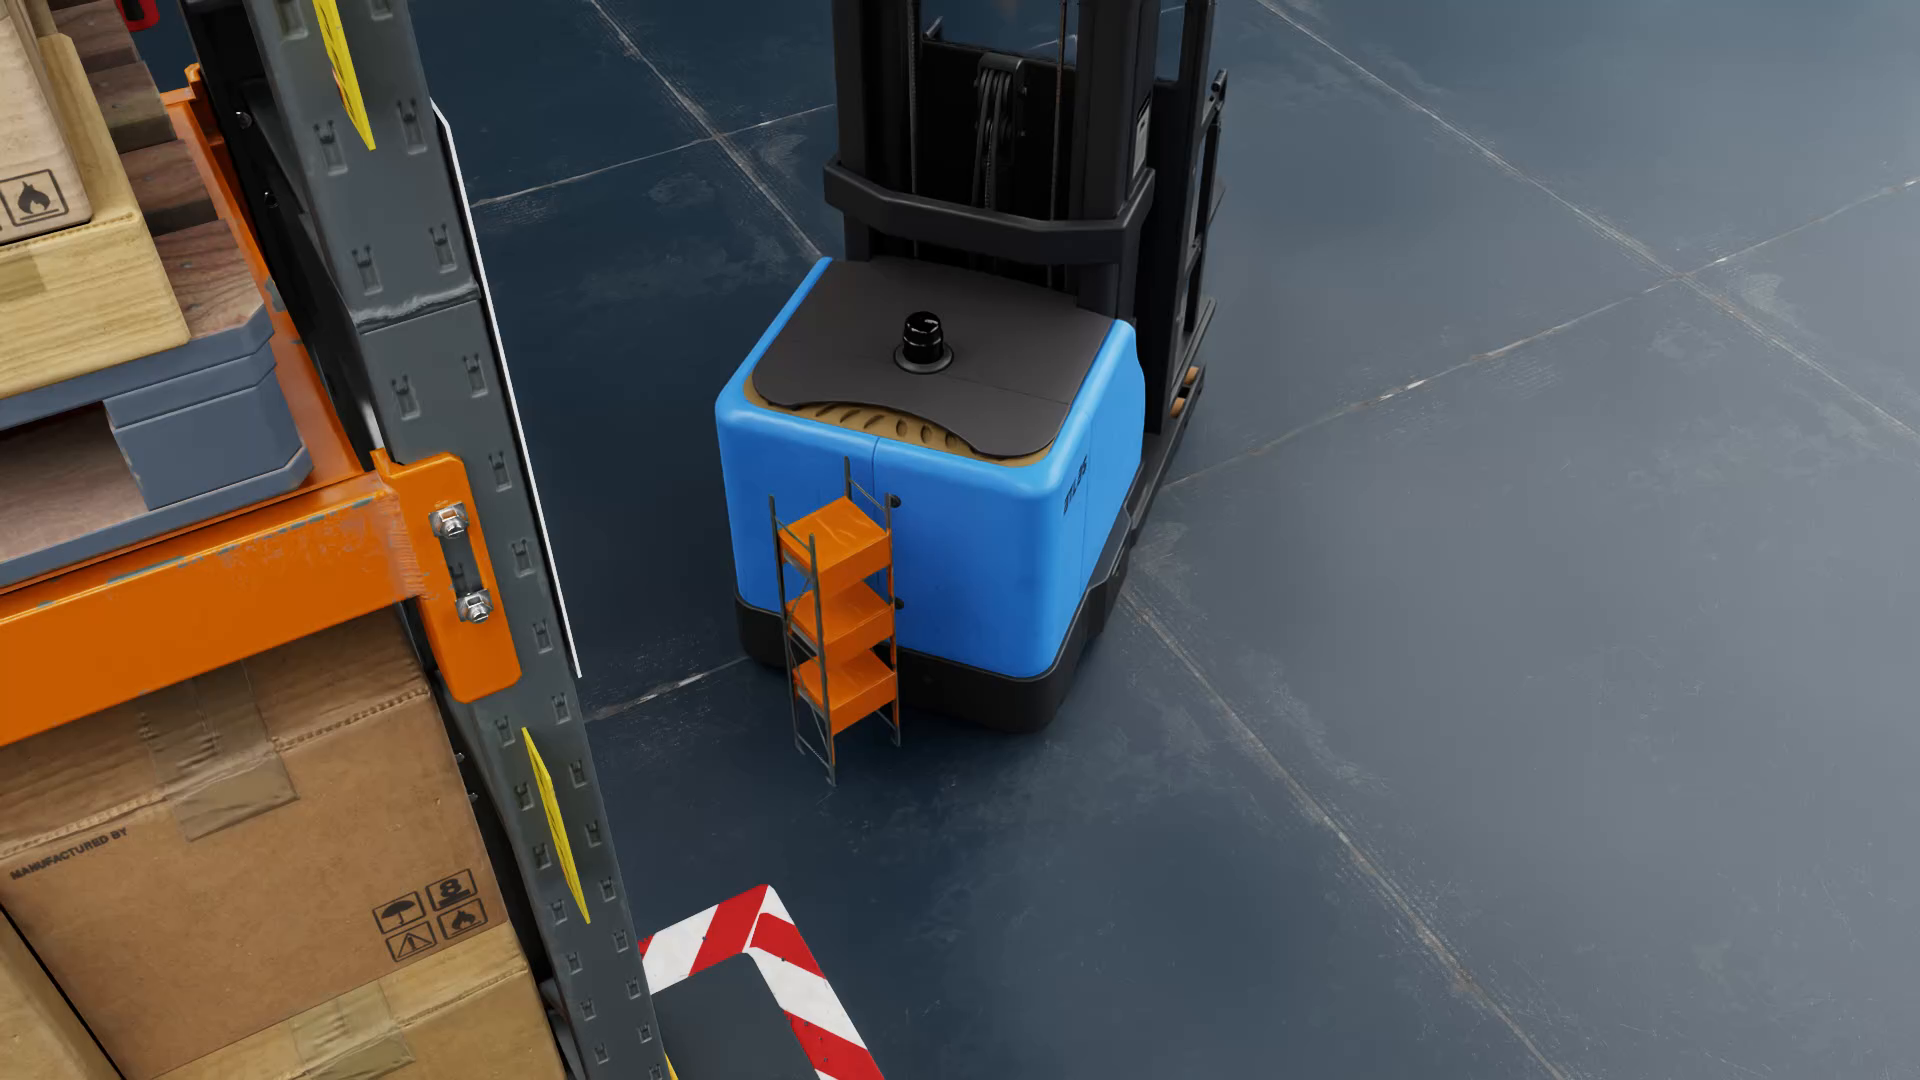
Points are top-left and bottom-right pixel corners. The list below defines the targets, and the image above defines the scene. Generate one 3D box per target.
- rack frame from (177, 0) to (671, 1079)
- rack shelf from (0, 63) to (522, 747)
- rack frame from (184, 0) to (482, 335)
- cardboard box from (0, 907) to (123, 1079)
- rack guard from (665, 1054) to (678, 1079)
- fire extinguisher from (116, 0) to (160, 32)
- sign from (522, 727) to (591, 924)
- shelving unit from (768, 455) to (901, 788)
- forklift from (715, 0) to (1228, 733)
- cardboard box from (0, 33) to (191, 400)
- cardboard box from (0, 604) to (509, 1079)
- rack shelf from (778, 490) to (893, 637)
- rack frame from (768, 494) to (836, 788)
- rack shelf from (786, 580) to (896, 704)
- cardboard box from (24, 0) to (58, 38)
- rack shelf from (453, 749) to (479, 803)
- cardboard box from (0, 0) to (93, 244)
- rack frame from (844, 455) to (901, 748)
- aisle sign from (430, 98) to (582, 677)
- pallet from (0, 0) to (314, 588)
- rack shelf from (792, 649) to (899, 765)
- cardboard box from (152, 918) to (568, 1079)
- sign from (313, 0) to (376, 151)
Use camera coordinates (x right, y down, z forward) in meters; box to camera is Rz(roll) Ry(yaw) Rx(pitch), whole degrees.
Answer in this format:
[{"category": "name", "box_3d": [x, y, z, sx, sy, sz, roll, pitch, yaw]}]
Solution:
[{"category": "rack frame", "box_3d": [-0.792, 0.549, 3.030, 0.127, 3.000, 1.000, -22, 48, -21]}, {"category": "rack shelf", "box_3d": [-2.526, 0.425, 1.521, 4.000, 0.370, 1.077, -22, 48, -21]}, {"category": "rack frame", "box_3d": [-0.792, -1.603, 0.941, 0.127, 3.000, 1.000, -22, 48, -21]}, {"category": "cardboard box", "box_3d": [-1.564, 0.460, 2.239, 0.550, 0.550, 0.875, -22, 48, -21]}, {"category": "rack guard", "box_3d": [-0.771, 1.438, 3.909, 0.348, 0.500, 1.175, -22, 48, -21]}, {"category": "fire extinguisher", "box_3d": [-3.017, -2.138, 5.855, 0.183, 0.674, 0.296, -22, 48, -21]}, {"category": "sign", "box_3d": [-0.534, 0.381, 2.202, 0.005, 0.325, 0.100, -22, 48, -21]}, {"category": "shelving unit", "box_3d": [-0.343, 0.258, 4.730, 0.252, 1.050, 0.215, -29, 51, -27]}, {"category": "forklift", "box_3d": [0.280, -1.508, 5.199, 1.130, 2.935, 3.031, 14, 46, 14]}, {"category": "cardboard box", "box_3d": [-0.912, -0.303, 1.562, 0.250, 0.149, 0.380, -22, 48, -21]}, {"category": "cardboard box", "box_3d": [-1.133, 0.213, 2.493, 0.550, 0.550, 0.875, -22, 48, -21]}, {"category": "rack shelf", "box_3d": [-0.343, 0.062, 4.540, 0.240, 0.259, 0.215, -29, 51, -27]}, {"category": "rack frame", "box_3d": [-0.438, 0.312, 4.675, 0.008, 1.050, 0.200, -29, 51, -27]}, {"category": "rack shelf", "box_3d": [-0.343, 0.266, 4.737, 0.240, 0.259, 0.215, -29, 51, -27]}, {"category": "cardboard box", "box_3d": [-1.249, -0.698, 1.969, 0.250, 0.149, 0.380, -21, 48, -21]}, {"category": "rack shelf", "box_3d": [-2.526, 1.502, 2.566, 4.000, 0.370, 1.077, -22, 48, -21]}, {"category": "cardboard box", "box_3d": [-1.077, -0.428, 1.404, 0.500, 0.250, 0.500, -21, 48, -20]}, {"category": "rack frame", "box_3d": [-0.248, 0.205, 4.785, 0.008, 1.050, 0.200, -29, 51, -27]}, {"category": "aisle sign", "box_3d": [-0.581, -0.227, 1.963, 0.004, 0.787, 0.394, -22, 48, -21]}, {"category": "pallet", "box_3d": [-1.430, -0.231, 1.745, 1.213, 0.211, 1.003, -22, 48, -21]}, {"category": "rack shelf", "box_3d": [-0.343, 0.465, 4.931, 0.240, 0.259, 0.215, -29, 51, -27]}, {"category": "cardboard box", "box_3d": [-1.091, 0.652, 2.817, 0.550, 0.550, 0.875, -22, 48, -21]}, {"category": "sign", "box_3d": [-0.534, -0.484, 1.362, 0.005, 0.325, 0.100, -22, 48, -21]}]
